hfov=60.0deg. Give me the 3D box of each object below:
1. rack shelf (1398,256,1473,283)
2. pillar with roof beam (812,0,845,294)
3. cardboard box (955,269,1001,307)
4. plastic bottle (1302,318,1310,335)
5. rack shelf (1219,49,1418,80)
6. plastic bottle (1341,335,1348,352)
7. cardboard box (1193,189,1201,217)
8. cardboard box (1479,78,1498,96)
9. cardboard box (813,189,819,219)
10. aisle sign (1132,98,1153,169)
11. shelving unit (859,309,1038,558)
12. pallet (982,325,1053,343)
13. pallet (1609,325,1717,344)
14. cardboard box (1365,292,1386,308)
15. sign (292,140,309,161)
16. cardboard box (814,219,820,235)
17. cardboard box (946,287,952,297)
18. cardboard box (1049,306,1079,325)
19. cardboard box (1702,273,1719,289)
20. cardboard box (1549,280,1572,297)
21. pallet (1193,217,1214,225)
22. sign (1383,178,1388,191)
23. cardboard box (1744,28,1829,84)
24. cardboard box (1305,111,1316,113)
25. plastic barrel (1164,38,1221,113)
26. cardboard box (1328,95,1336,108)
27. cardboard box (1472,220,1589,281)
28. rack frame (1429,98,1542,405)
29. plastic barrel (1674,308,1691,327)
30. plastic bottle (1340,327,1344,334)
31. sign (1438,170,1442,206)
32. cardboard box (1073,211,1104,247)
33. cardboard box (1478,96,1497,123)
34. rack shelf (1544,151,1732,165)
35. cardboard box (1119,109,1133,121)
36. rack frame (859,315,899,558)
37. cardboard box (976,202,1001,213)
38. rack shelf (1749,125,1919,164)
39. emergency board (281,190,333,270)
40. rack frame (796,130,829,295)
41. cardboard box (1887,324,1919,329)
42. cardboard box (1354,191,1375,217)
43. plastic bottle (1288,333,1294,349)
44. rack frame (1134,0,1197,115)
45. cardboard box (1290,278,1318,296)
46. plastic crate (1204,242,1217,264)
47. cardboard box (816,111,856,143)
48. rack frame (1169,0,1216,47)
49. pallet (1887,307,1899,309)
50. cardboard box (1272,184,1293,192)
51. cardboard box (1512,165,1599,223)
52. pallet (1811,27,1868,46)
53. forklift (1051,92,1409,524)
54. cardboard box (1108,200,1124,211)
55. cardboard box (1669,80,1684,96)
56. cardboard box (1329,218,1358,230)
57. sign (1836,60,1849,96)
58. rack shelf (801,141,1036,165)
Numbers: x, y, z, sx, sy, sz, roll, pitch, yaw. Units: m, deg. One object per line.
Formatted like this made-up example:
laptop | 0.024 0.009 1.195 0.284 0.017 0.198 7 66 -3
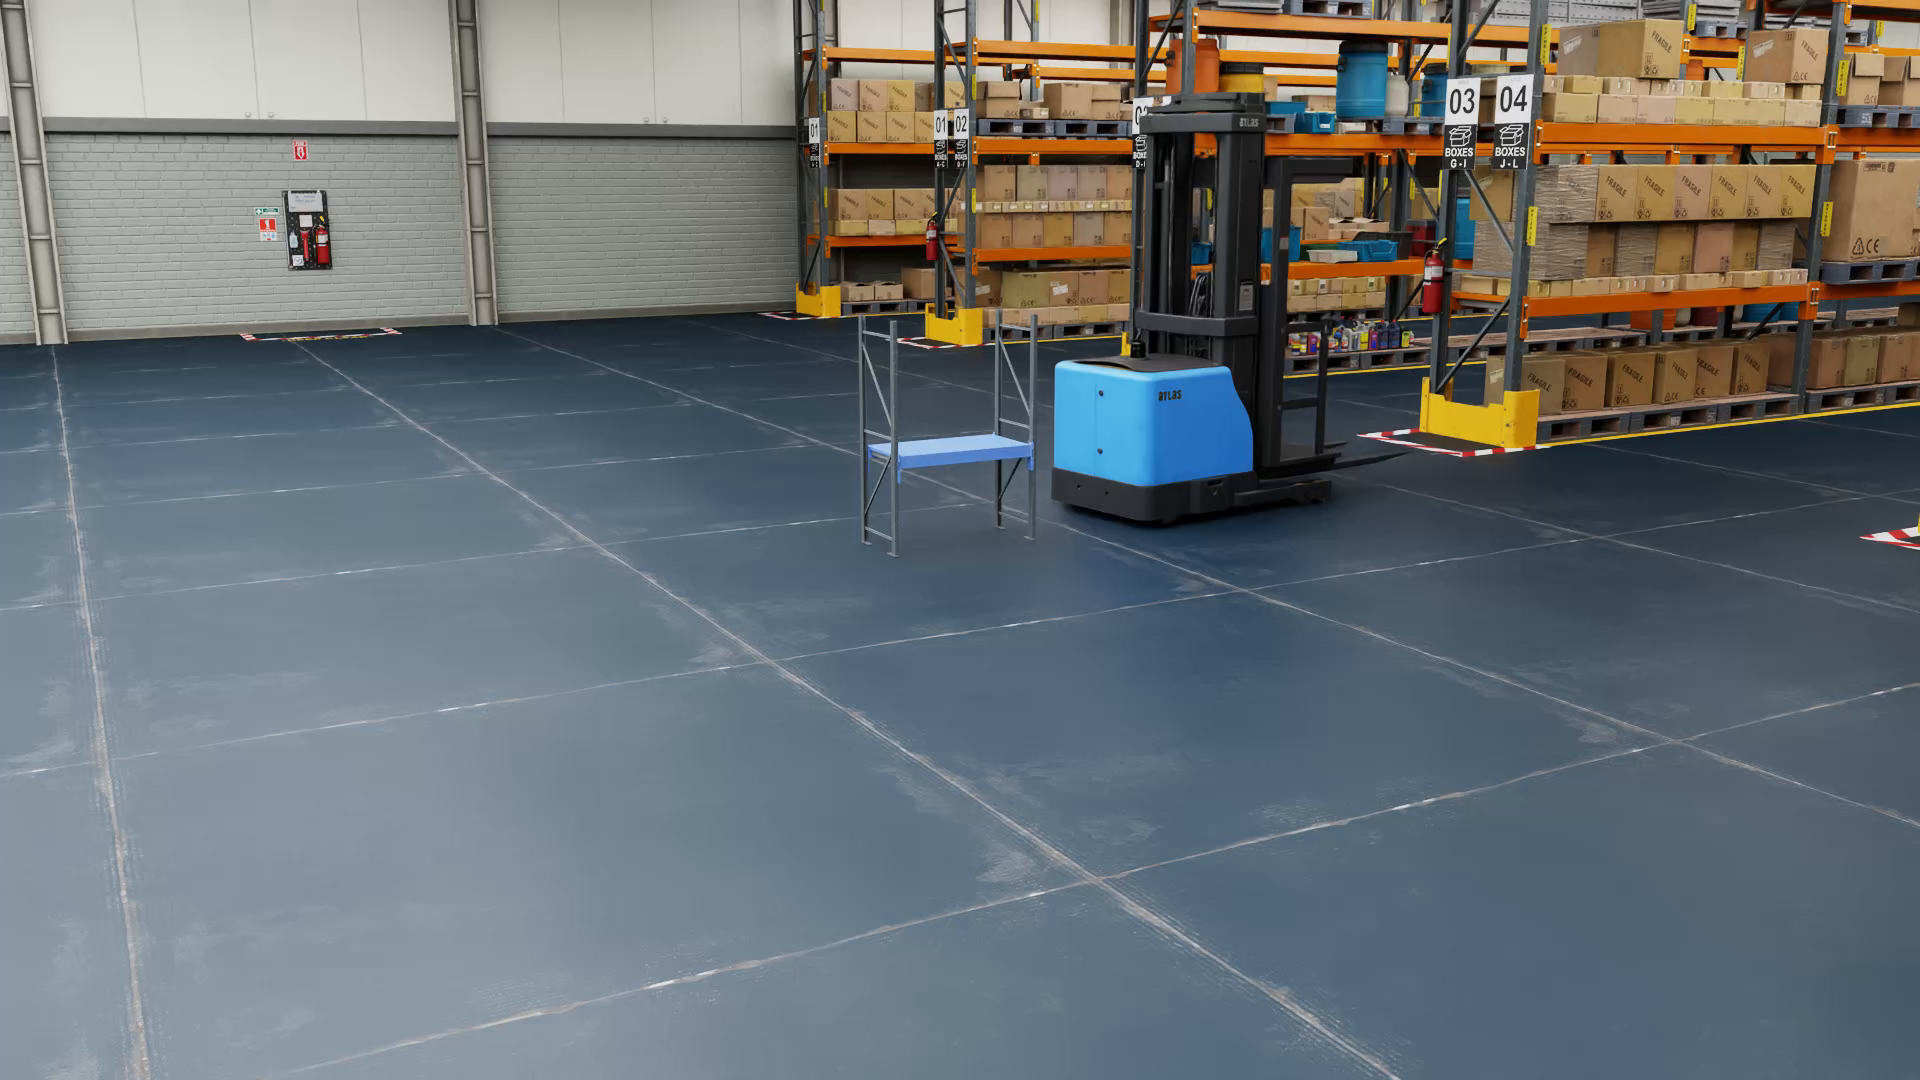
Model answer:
rack shelf | 7.565 -3.627 22.032 4.000 0.370 1.077 -7 14 -28
pillar with roof beam | -0.185 -7.594 24.355 0.400 9.000 9.100 -7 14 -28
cardboard box | 0.257 -3.645 24.071 0.500 0.500 0.500 -7 14 -28
plastic bottle | 4.364 -2.620 20.952 0.185 0.351 0.144 -7 14 -28
rack shelf | 5.195 -7.314 25.661 4.000 0.370 1.077 -7 14 -28
plastic bottle | 4.696 -2.406 20.338 0.097 0.201 0.097 0 13 0
cardboard box | 4.166 -6.310 31.084 0.500 0.500 0.700 -9 15 -34
cardboard box | 4.766 -4.066 14.948 0.250 0.149 0.380 -7 14 -28
cardboard box | -2.136 -5.649 27.966 0.500 0.500 0.500 -7 14 -28
aisle sign | 2.093 -4.665 19.084 0.004 0.787 0.394 -7 14 -28
shelving unit | -0.075 -0.723 10.905 1.048 1.500 0.538 -7 14 -28
pallet | 0.580 -3.030 24.091 1.213 0.211 1.003 -7 14 -28
pallet | 9.993 -2.919 23.599 1.213 0.211 1.003 -7 14 -28
cardboard box | 6.606 -3.904 26.933 0.500 0.250 0.500 -6 14 -27
sign | -9.757 -5.762 24.600 0.199 0.298 0.001 -7 14 -28
cardboard box | -2.131 -5.279 28.031 0.500 0.250 0.500 -7 14 -27
cardboard box | -0.351 -4.336 29.036 0.250 0.149 0.380 -8 15 -32
cardboard box | 1.382 -3.285 24.178 0.500 0.250 0.500 -7 14 -28
cardboard box | 7.014 -2.489 15.911 0.250 0.149 0.380 -7 14 -28
cardboard box | 5.265 -2.276 14.964 0.250 0.149 0.380 -7 14 -28
pallet | 3.999 -5.909 30.968 1.003 0.211 1.213 -7 14 -28
sign | 8.353 -6.941 32.663 0.005 0.325 0.100 -7 14 -28
cardboard box | 7.910 -4.618 15.920 0.500 0.500 0.500 -7 15 -30
cardboard box | 5.147 -6.507 25.744 0.500 0.250 0.500 -8 15 -33
plastic barrel | 2.664 -5.300 19.062 0.708 0.830 0.600 -7 14 -28
cardboard box | 7.249 -8.544 32.472 0.500 0.250 0.500 -6 14 -24
cardboard box | 5.168 -2.639 15.097 0.500 0.500 0.875 -7 14 -28
rack frame | 4.672 -2.392 14.907 0.127 3.000 1.000 -7 14 -28
plastic barrel | 10.195 -3.311 23.699 0.421 0.512 0.421 0 13 0
plastic bottle | 4.735 -2.484 20.498 0.133 0.283 0.061 -7 14 -28
sign | 4.424 -3.220 15.230 0.005 0.325 0.100 -7 14 -28
cardboard box | 1.702 -4.561 24.314 0.500 0.500 0.700 -6 14 -26
cardboard box | 4.973 -3.882 15.037 0.500 0.250 0.500 -6 14 -27
rack shelf | 12.217 -6.887 29.686 4.000 0.370 1.077 -7 14 -28
cardboard box | 2.512 -6.157 24.101 0.250 0.149 0.380 -7 14 -28
rack frame | -0.521 -0.669 10.667 0.032 1.500 0.500 -7 14 -28
cardboard box | 0.376 -4.667 23.309 0.250 0.149 0.380 -7 14 -28
rack shelf | 9.938 -4.136 17.462 4.000 0.370 1.077 -7 14 -28
emergency board | -9.702 -4.613 24.773 0.643 1.169 0.194 -7 14 -28
rack frame | -2.448 -5.256 27.632 0.127 3.000 1.000 -7 14 -28
cardboard box | 10.635 -2.094 18.272 0.500 0.500 0.700 -8 15 -33
cardboard box | 7.800 -6.625 32.764 0.500 0.500 0.500 -7 15 -29
plastic bottle | 4.133 -2.488 20.703 0.097 0.201 0.097 0 13 0
rack frame | 2.299 -6.274 18.490 0.127 3.000 1.000 -7 14 -28
cardboard box | 5.271 -4.017 26.156 0.500 0.311 0.500 -6 14 -26
plastic crate | 3.167 -3.452 19.954 0.408 0.251 0.499 -7 14 -28
cardboard box | -2.035 -6.765 27.232 0.500 0.500 0.500 -6 14 -26
rack frame | 3.440 -7.649 24.603 0.127 3.000 1.000 -7 14 -28
pallet | 15.600 -3.590 26.582 1.213 0.211 1.003 -7 14 -28
cardboard box | 6.004 -6.775 31.724 0.500 0.250 0.500 -7 14 -27
cardboard box | 5.285 -3.079 14.778 0.500 0.500 0.500 -7 14 -28
pallet | 12.120 -7.156 23.751 1.213 0.211 1.003 -7 14 -28
forklift | 2.152 -1.772 12.305 3.031 2.935 1.130 -9 16 -36
cardboard box | 2.188 -4.885 24.277 0.250 0.149 0.380 -6 14 -26
cardboard box | 6.379 -4.127 15.217 0.250 0.149 0.380 -7 14 -28
cardboard box | 6.073 -5.043 26.889 0.500 0.311 0.500 -7 14 -29
sign | 8.450 -4.425 15.930 0.005 0.325 0.100 -7 14 -28
rack shelf | -0.693 -6.579 28.317 4.000 0.370 1.077 -7 14 -28
